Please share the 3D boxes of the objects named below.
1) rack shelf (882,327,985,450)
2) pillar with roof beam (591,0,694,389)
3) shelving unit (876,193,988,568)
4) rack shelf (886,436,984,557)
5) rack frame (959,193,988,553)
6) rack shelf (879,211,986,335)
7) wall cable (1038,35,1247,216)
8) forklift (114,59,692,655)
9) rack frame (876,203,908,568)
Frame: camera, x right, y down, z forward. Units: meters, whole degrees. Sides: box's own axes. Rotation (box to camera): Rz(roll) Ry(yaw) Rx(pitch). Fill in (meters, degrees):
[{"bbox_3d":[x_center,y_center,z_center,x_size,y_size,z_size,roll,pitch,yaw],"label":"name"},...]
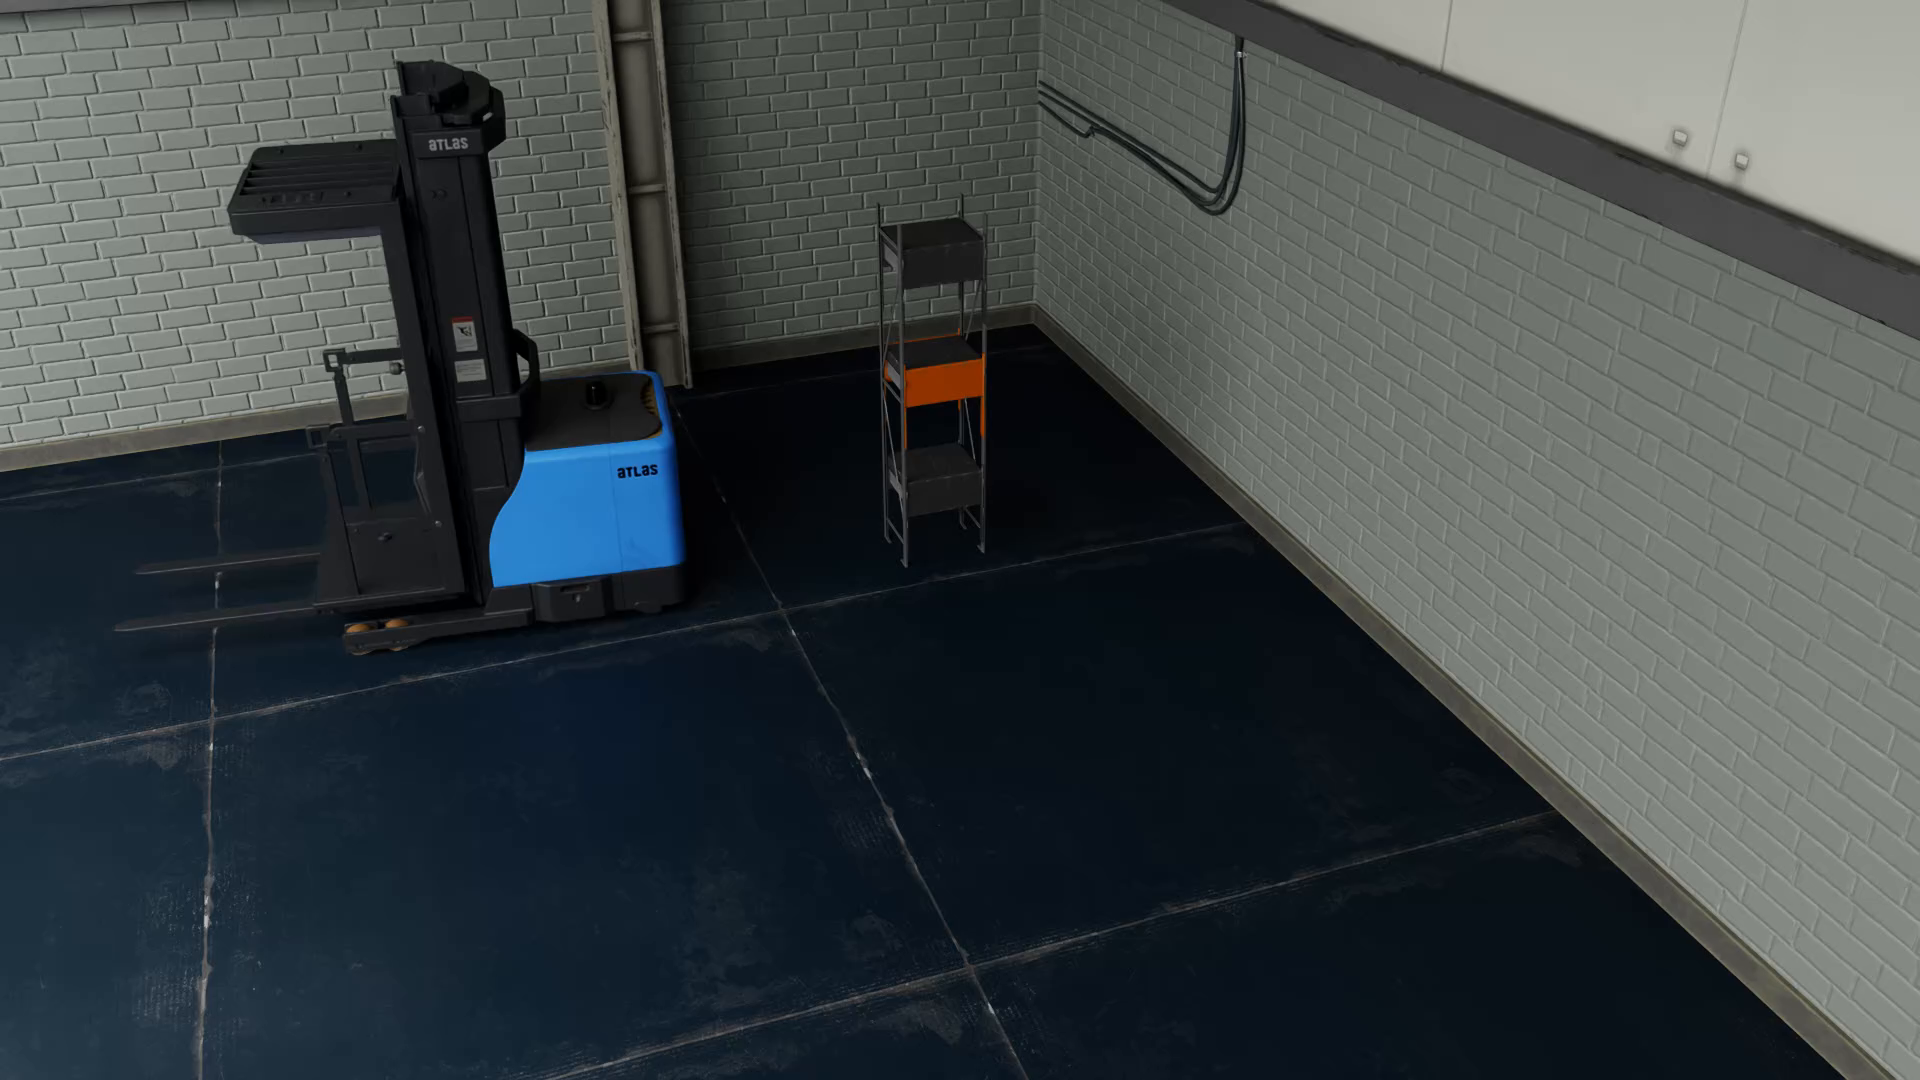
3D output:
[{"bbox_3d":[-0.155,-0.872,9.537,0.480,0.518,0.431,-10,31,-18],"label":"rack shelf"},{"bbox_3d":[-0.664,-3.053,6.369,0.400,9.000,9.100,-10,31,-18],"label":"pillar with roof beam"},{"bbox_3d":[-0.155,-0.884,9.531,0.503,2.100,0.431,-10,31,-18],"label":"shelving unit"},{"bbox_3d":[-0.155,-0.264,9.884,0.480,0.518,0.431,-10,31,-18],"label":"rack shelf"},{"bbox_3d":[0.074,-0.926,9.605,0.015,2.100,0.400,-10,31,-18],"label":"rack frame"},{"bbox_3d":[-0.155,-1.480,9.191,0.480,0.518,0.431,-10,31,-18],"label":"rack shelf"},{"bbox_3d":[1.057,-3.596,10.459,0.112,2.526,3.097,-10,31,-18],"label":"wall cable"},{"bbox_3d":[-3.091,-0.938,8.787,3.031,2.935,1.130,-7,30,-12],"label":"forklift"},{"bbox_3d":[-0.384,-0.842,9.457,0.015,2.100,0.400,-10,31,-18],"label":"rack frame"}]
